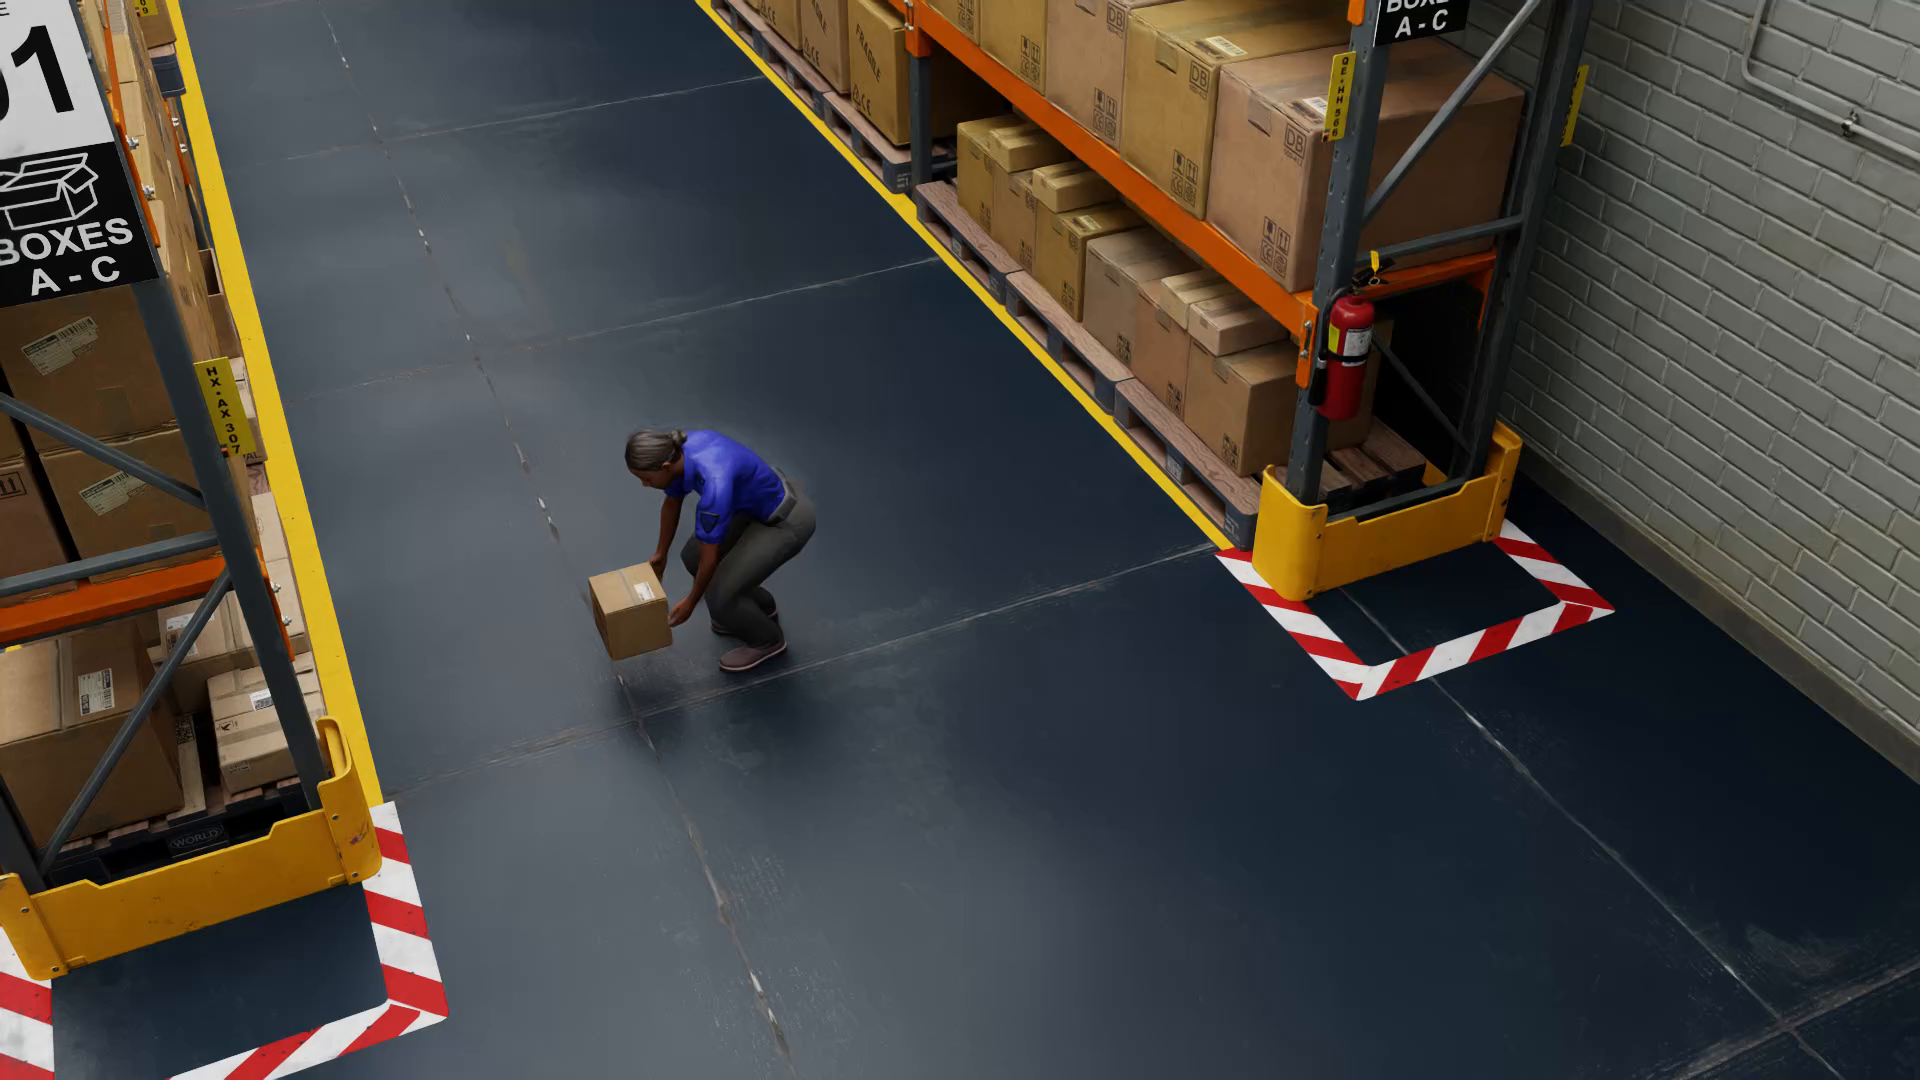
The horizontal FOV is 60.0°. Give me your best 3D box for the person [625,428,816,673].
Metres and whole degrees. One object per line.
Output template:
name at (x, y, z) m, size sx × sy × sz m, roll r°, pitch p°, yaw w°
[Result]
person at (-0.913, -0.009, 6.575) m, size 0.726 × 1.168 × 0.500 m, roll -16°, pitch 40°, yaw -20°
